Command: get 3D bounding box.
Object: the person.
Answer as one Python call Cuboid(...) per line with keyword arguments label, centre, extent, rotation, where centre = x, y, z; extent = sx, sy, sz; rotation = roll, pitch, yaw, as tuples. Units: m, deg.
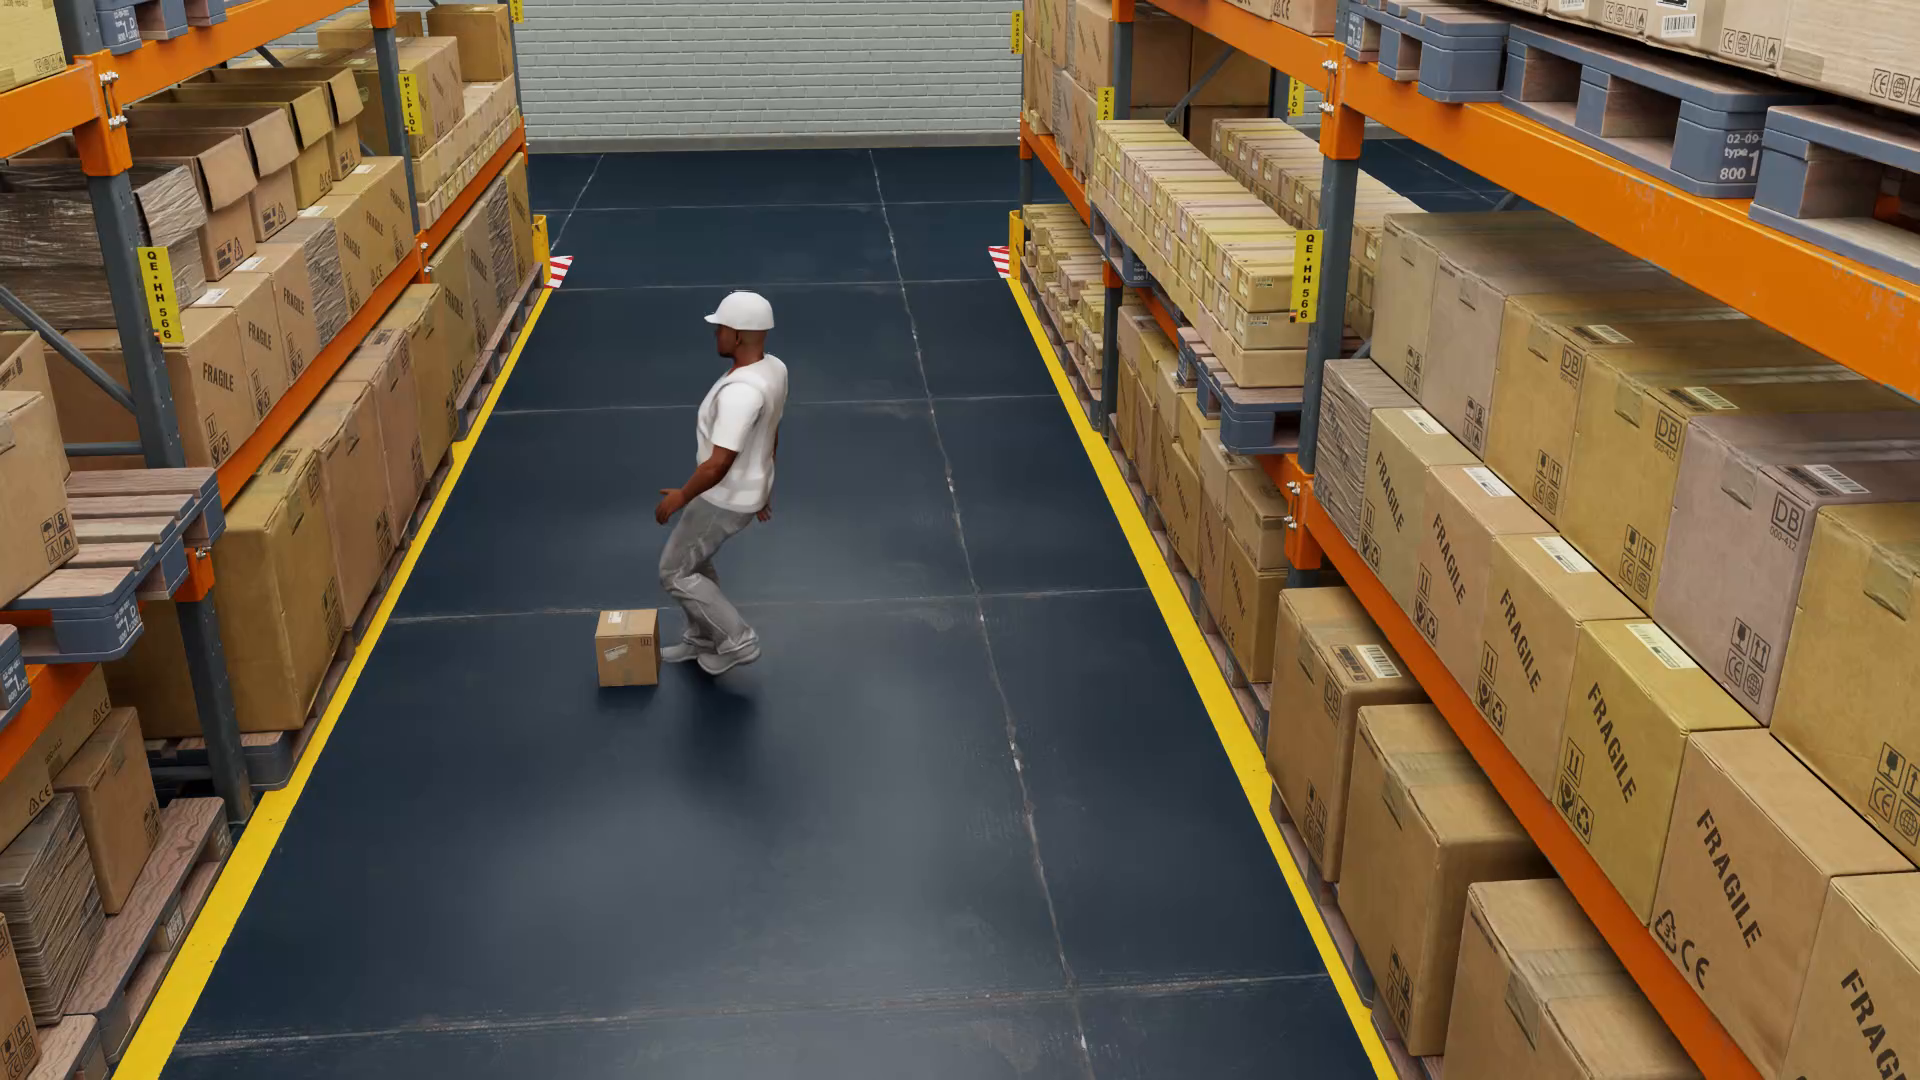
Cuboid(label="person", centre=(-1.075, -0.208, 7.126), extent=(0.659, 1.736, 0.625), rotation=(3, 24, 6))
